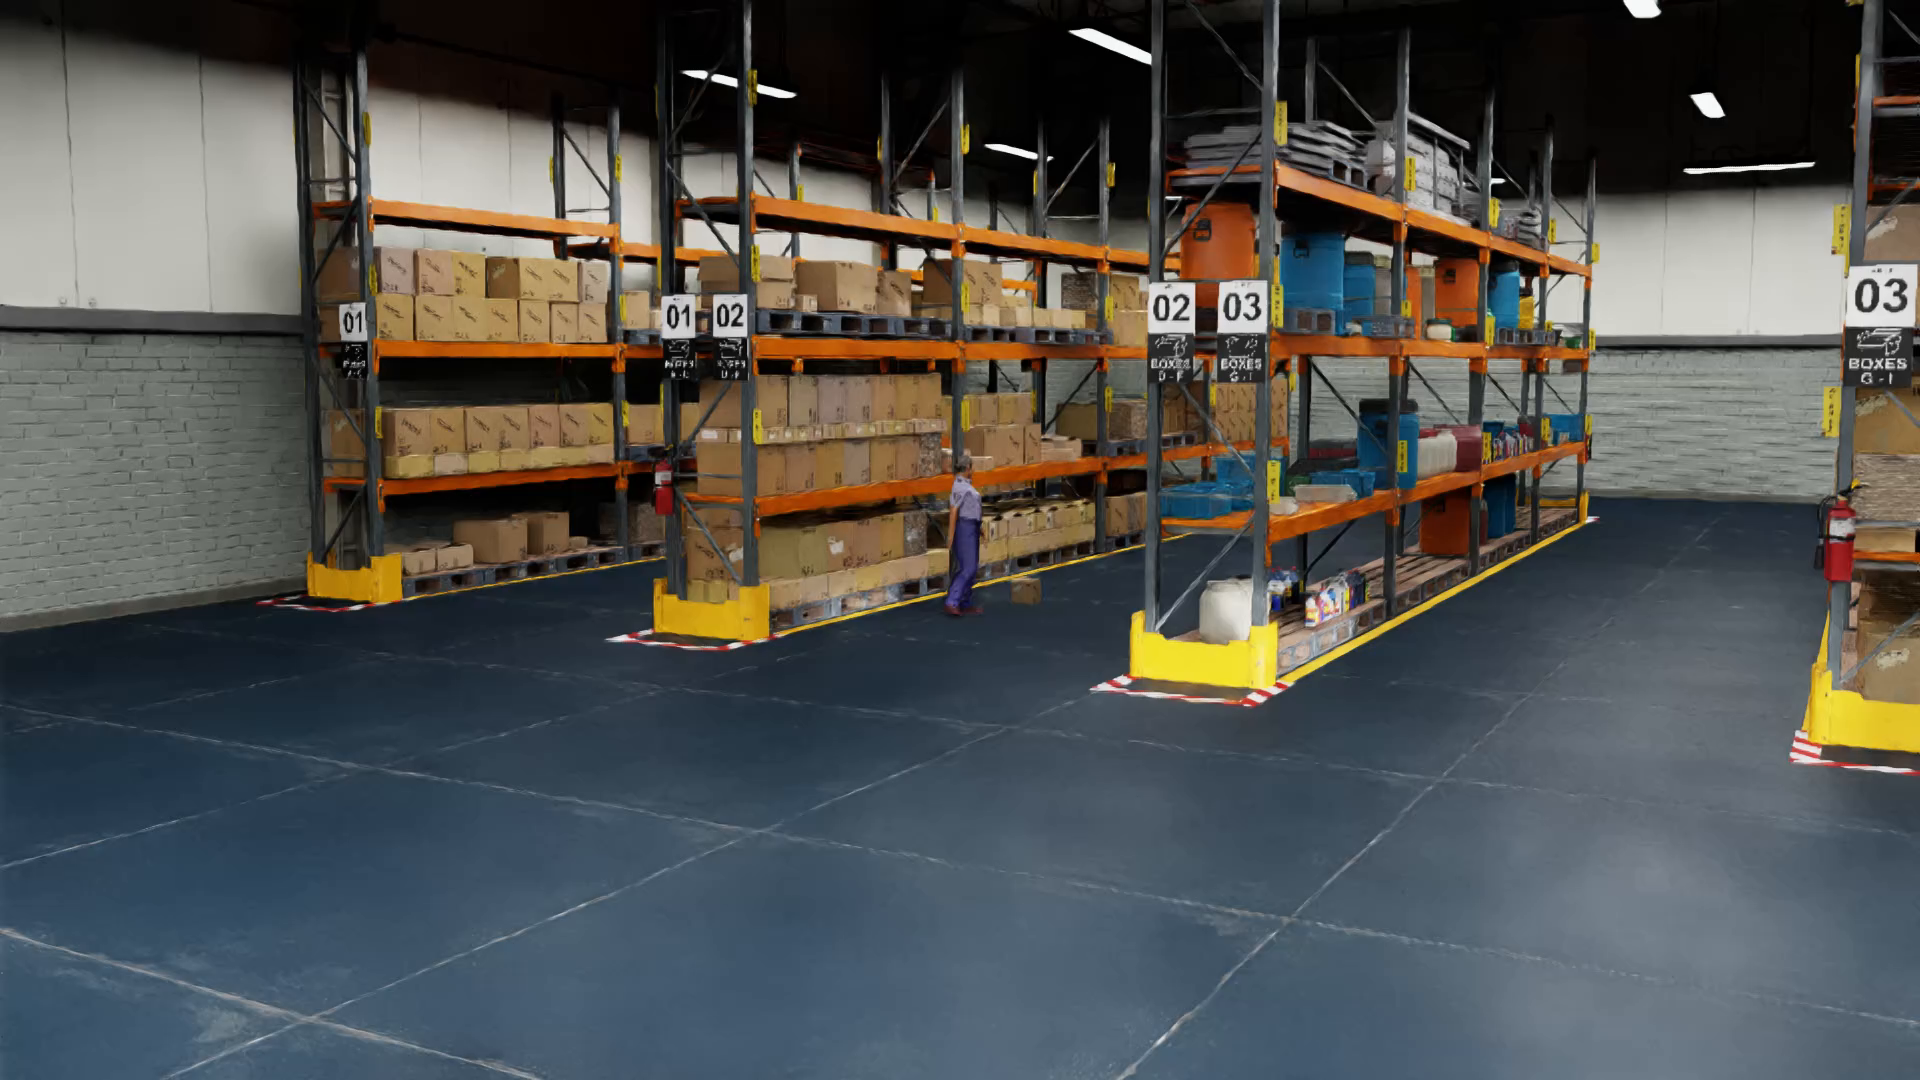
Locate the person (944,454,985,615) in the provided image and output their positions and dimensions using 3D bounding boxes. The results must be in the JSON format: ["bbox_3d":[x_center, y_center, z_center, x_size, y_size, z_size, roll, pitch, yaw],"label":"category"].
[{"bbox_3d":[0.050,-0.039,16.919,0.437,1.620,0.707,0,6,-2],"label":"person"}]
